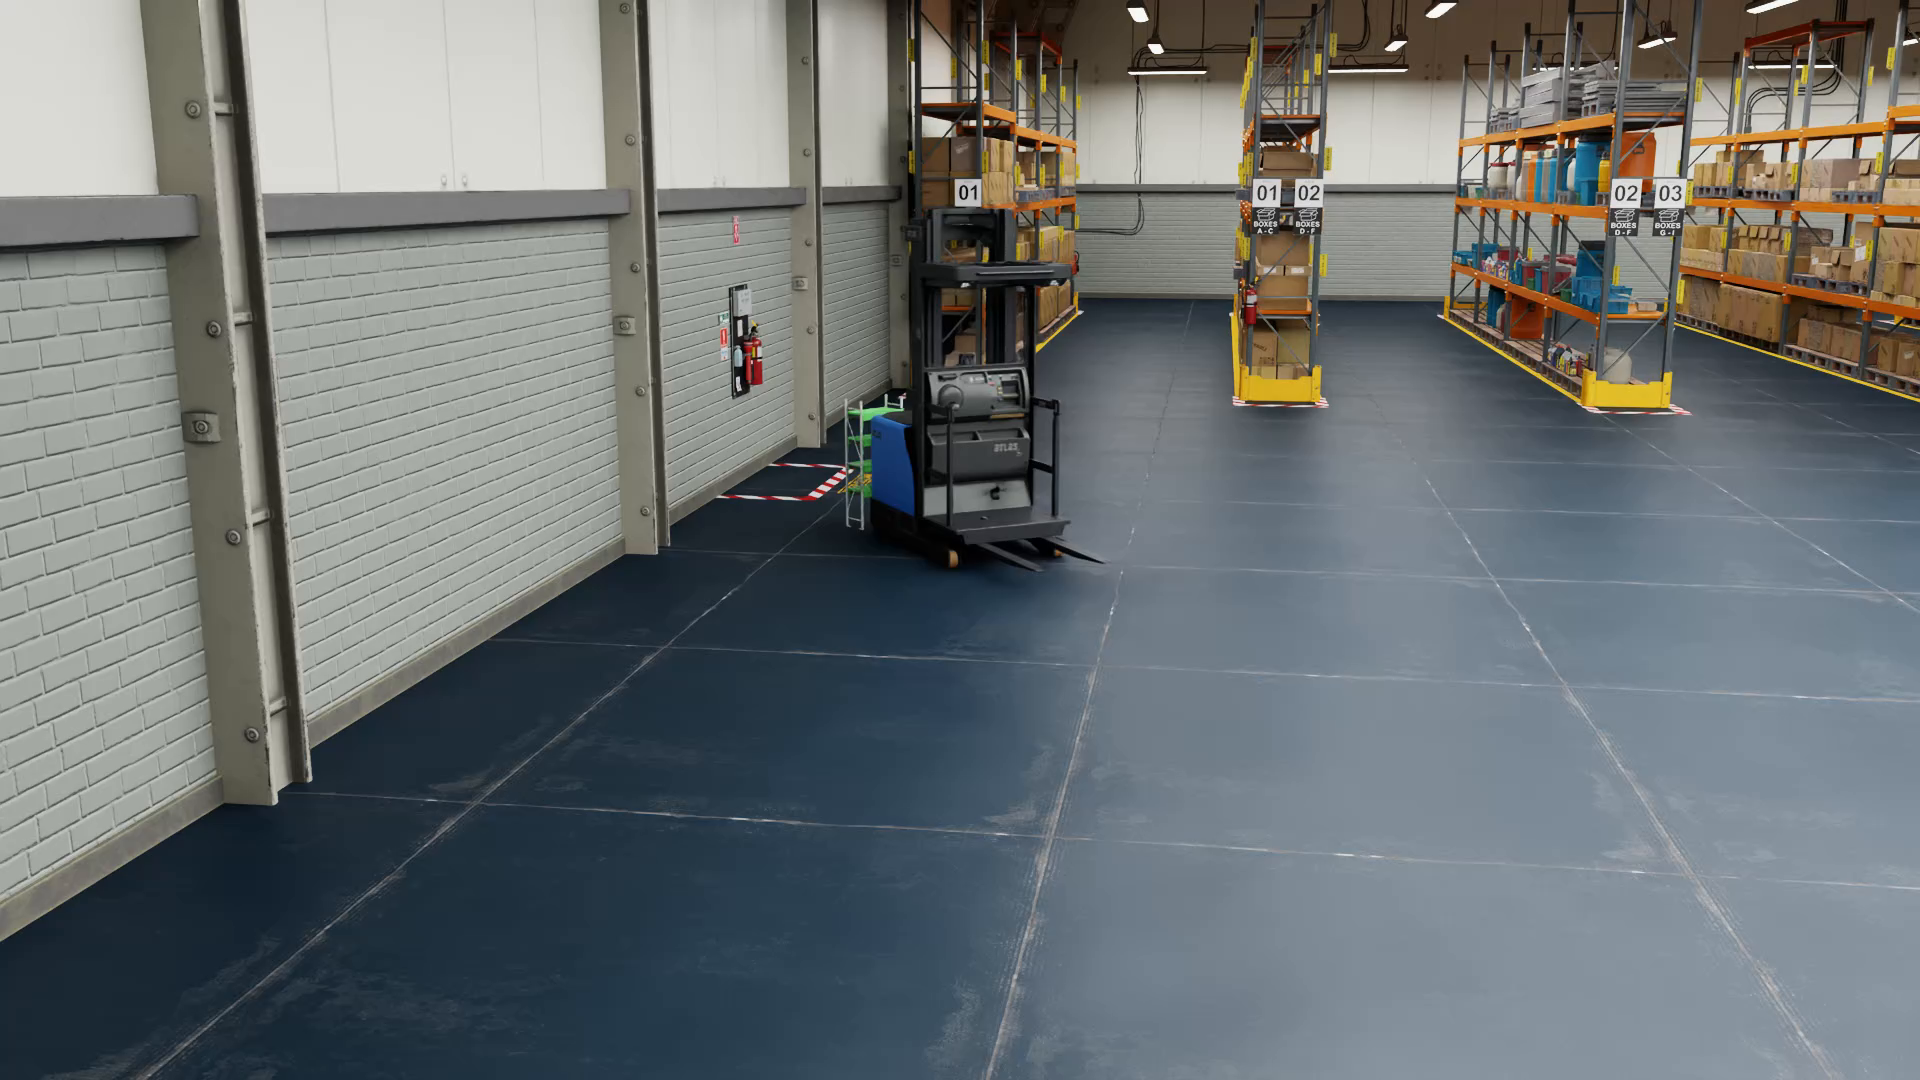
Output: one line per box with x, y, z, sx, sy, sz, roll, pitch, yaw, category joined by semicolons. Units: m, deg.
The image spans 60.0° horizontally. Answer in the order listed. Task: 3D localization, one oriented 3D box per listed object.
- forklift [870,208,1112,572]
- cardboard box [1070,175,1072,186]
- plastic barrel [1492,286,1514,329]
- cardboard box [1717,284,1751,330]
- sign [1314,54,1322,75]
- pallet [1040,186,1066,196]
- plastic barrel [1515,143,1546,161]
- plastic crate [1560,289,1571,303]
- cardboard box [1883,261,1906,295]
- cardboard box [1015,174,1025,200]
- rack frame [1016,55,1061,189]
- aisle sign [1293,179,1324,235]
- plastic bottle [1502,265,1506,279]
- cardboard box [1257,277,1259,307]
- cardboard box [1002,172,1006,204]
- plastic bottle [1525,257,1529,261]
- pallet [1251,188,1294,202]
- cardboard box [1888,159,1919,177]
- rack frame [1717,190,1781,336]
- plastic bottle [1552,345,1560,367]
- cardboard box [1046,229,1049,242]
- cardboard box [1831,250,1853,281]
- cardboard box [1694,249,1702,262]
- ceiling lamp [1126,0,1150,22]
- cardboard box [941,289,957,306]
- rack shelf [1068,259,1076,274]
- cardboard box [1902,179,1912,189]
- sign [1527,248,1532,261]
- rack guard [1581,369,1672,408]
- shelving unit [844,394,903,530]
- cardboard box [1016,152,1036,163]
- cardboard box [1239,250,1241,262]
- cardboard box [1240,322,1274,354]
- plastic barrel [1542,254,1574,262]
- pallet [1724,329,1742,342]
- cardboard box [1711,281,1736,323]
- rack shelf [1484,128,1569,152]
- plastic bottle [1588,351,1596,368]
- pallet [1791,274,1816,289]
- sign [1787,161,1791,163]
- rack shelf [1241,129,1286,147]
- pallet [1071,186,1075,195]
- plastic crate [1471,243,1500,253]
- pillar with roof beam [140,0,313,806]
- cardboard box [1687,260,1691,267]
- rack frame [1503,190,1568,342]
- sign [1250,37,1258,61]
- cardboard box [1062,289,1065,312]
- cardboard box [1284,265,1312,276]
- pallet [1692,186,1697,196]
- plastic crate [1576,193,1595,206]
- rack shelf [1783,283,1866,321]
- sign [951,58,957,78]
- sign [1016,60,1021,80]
0.253;-1.295;14.043;1.130;2.935;3.031;-6;13;-24;forklift
2.366;-8.419;38.939;0.500;0.250;0.500;1;12;7;cardboard box
11.260;-4.807;34.161;0.600;0.901;0.708;2;12;9;plastic barrel
16.285;-4.759;34.004;1.225;0.875;0.875;2;12;9;cardboard box
5.890;-7.827;27.357;0.100;0.325;0.005;2;12;9;sign
1.816;-7.801;37.162;1.003;0.211;1.213;2;12;9;pallet
11.358;-7.444;33.106;0.600;0.901;0.708;2;12;9;plastic barrel
9.751;-3.845;26.217;0.450;0.188;0.662;2;12;9;plastic crate
14.891;-4.061;25.774;0.875;0.500;0.500;2;12;9;cardboard box
0.774;-6.635;31.249;0.797;0.503;0.637;4;13;17;cardboard box
1.680;-9.141;36.048;1.000;3.000;0.127;2;12;9;rack frame
5.023;-4.798;23.964;0.394;0.787;0.004;2;12;9;aisle sign
10.596;-5.202;32.315;0.097;0.271;0.097;0;12;0;plastic bottle
4.890;-3.806;25.294;0.700;0.500;0.500;2;12;10;cardboard box
0.478;-5.733;27.072;0.500;0.500;0.500;1;12;6;cardboard box
11.623;-5.623;34.080;0.144;0.351;0.185;2;12;9;plastic bottle
5.050;-5.375;25.902;1.003;0.211;1.213;2;12;9;pallet
15.303;-5.878;26.787;0.797;0.503;0.637;1;12;6;cardboard box
16.363;-5.727;34.446;1.000;3.000;0.127;2;12;9;rack frame
9.705;-2.987;26.979;0.144;0.351;0.185;2;12;10;plastic bottle
1.545;-6.248;34.096;0.500;0.250;0.500;2;12;9;cardboard box
15.308;-4.681;28.352;0.797;0.503;0.637;3;13;14;cardboard box
16.409;-6.219;36.378;0.500;0.250;0.500;2;12;8;cardboard box
3.202;-10.210;27.154;0.800;3.185;2.000;2;12;9;ceiling lamp
-0.285;-3.750;25.583;0.500;0.250;0.500;2;12;9;cardboard box
1.988;-6.273;38.688;1.077;0.370;4.000;2;12;9;rack shelf
14.742;-5.478;25.581;0.380;0.149;0.250;2;12;9;cardboard box
12.013;-6.004;35.077;0.100;0.325;0.005;2;12;9;sign
9.589;-2.185;23.943;1.175;0.500;0.348;2;12;9;rack guard
-0.801;-0.734;15.553;0.503;1.200;0.258;-11;16;-42;shelving unit
1.345;-8.011;34.862;0.500;0.250;0.500;1;12;7;cardboard box
6.239;-6.066;34.786;0.700;0.500;0.500;4;13;18;cardboard box
4.736;-3.212;26.528;0.500;0.500;0.500;2;12;9;cardboard box
11.082;-5.015;30.819;0.600;0.536;0.708;2;12;9;plastic barrel
16.319;-4.200;33.983;1.003;0.211;1.213;2;12;9;pallet
16.544;-5.028;35.251;0.875;0.875;0.875;2;12;9;cardboard box
11.162;-7.856;32.745;1.077;0.370;4.000;2;12;9;rack shelf
10.245;-2.922;26.851;0.152;0.276;0.135;2;12;9;plastic bottle
15.744;-4.648;29.898;1.213;0.211;1.003;2;12;9;pallet
16.901;-7.584;33.970;0.100;0.325;0.005;2;12;9;sign
6.883;-9.044;37.315;1.077;0.370;4.000;2;12;9;rack shelf
2.192;-8.309;39.519;1.003;0.211;1.213;2;12;9;pallet
12.218;-6.691;38.693;0.616;0.435;0.499;2;12;9;plastic crate
0.573;-2.930;7.229;9.100;9.000;0.400;2;12;9;pillar with roof beam
16.442;-6.159;37.050;0.380;0.149;0.250;2;12;8;cardboard box
10.854;-5.054;31.327;1.000;3.000;0.127;2;12;9;rack frame
4.196;-6.999;23.704;0.100;0.325;0.005;2;12;9;sign
2.058;-5.555;38.586;0.700;0.500;0.500;2;12;10;cardboard box
5.003;-3.991;24.616;0.380;0.149;0.250;2;12;8;cardboard box
16.875;-7.828;37.285;1.003;0.211;1.213;2;12;9;pallet
9.727;-5.265;25.686;0.336;0.188;0.450;2;12;9;plastic crate
15.441;-4.126;28.726;1.077;0.370;4.000;2;12;9;rack shelf
-0.099;-8.026;28.283;0.100;0.325;0.005;2;12;9;sign
0.983;-7.949;28.115;0.100;0.325;0.005;2;12;9;sign
